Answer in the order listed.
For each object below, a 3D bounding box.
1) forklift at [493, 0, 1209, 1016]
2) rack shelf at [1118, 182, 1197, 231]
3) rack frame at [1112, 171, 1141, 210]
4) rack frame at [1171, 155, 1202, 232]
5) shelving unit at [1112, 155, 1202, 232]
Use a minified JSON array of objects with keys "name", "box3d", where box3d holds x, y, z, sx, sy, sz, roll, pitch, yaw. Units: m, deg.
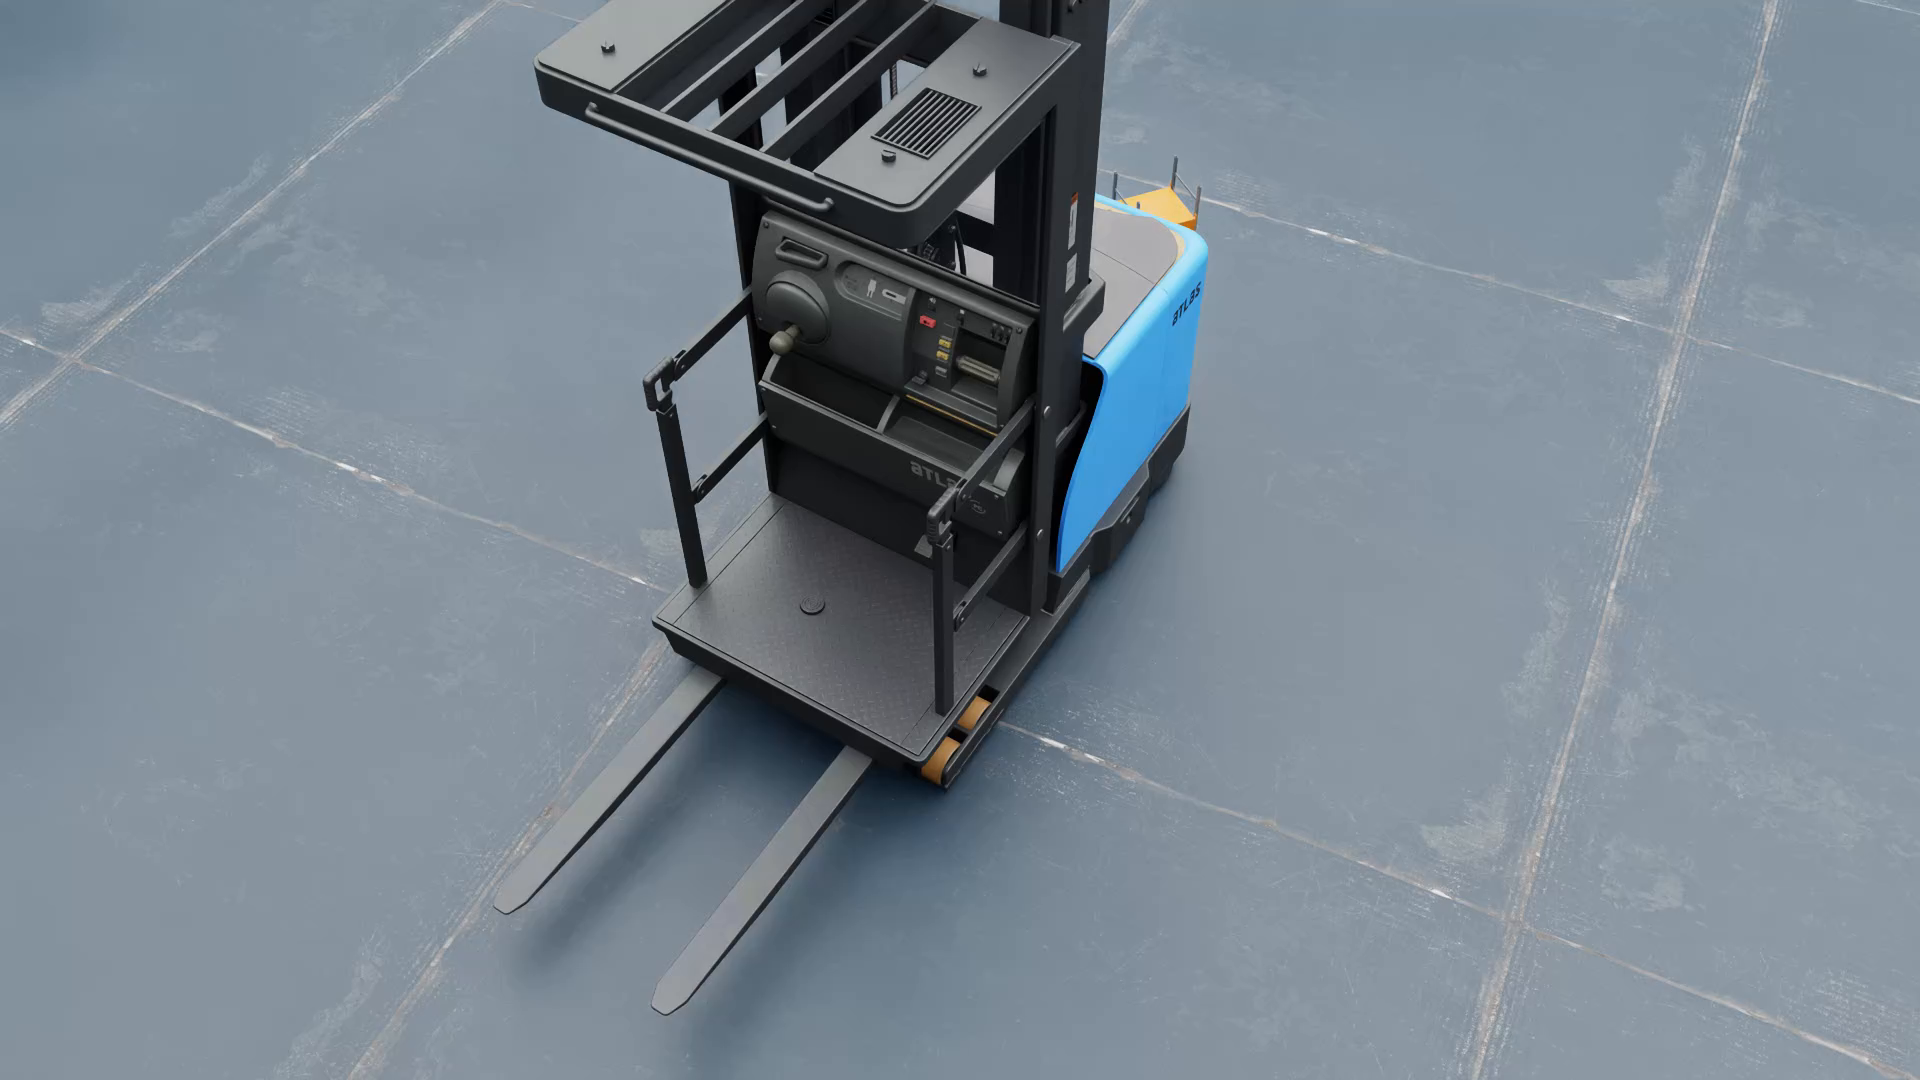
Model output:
[{"name":"forklift","box3d":[-0.330,-0.546,4.790,1.130,2.935,3.031,25,54,20]},{"name":"rack shelf","box3d":[0.711,-1.134,6.167,0.240,0.259,0.215,-18,52,-14]},{"name":"rack frame","box3d":[0.598,-0.922,6.345,0.008,1.050,0.200,-18,52,-14]},{"name":"rack frame","box3d":[0.823,-0.993,6.405,0.008,1.050,0.200,-18,52,-14]},{"name":"shelving unit","box3d":[0.711,-0.957,6.375,0.252,1.050,0.215,-18,52,-14]}]
